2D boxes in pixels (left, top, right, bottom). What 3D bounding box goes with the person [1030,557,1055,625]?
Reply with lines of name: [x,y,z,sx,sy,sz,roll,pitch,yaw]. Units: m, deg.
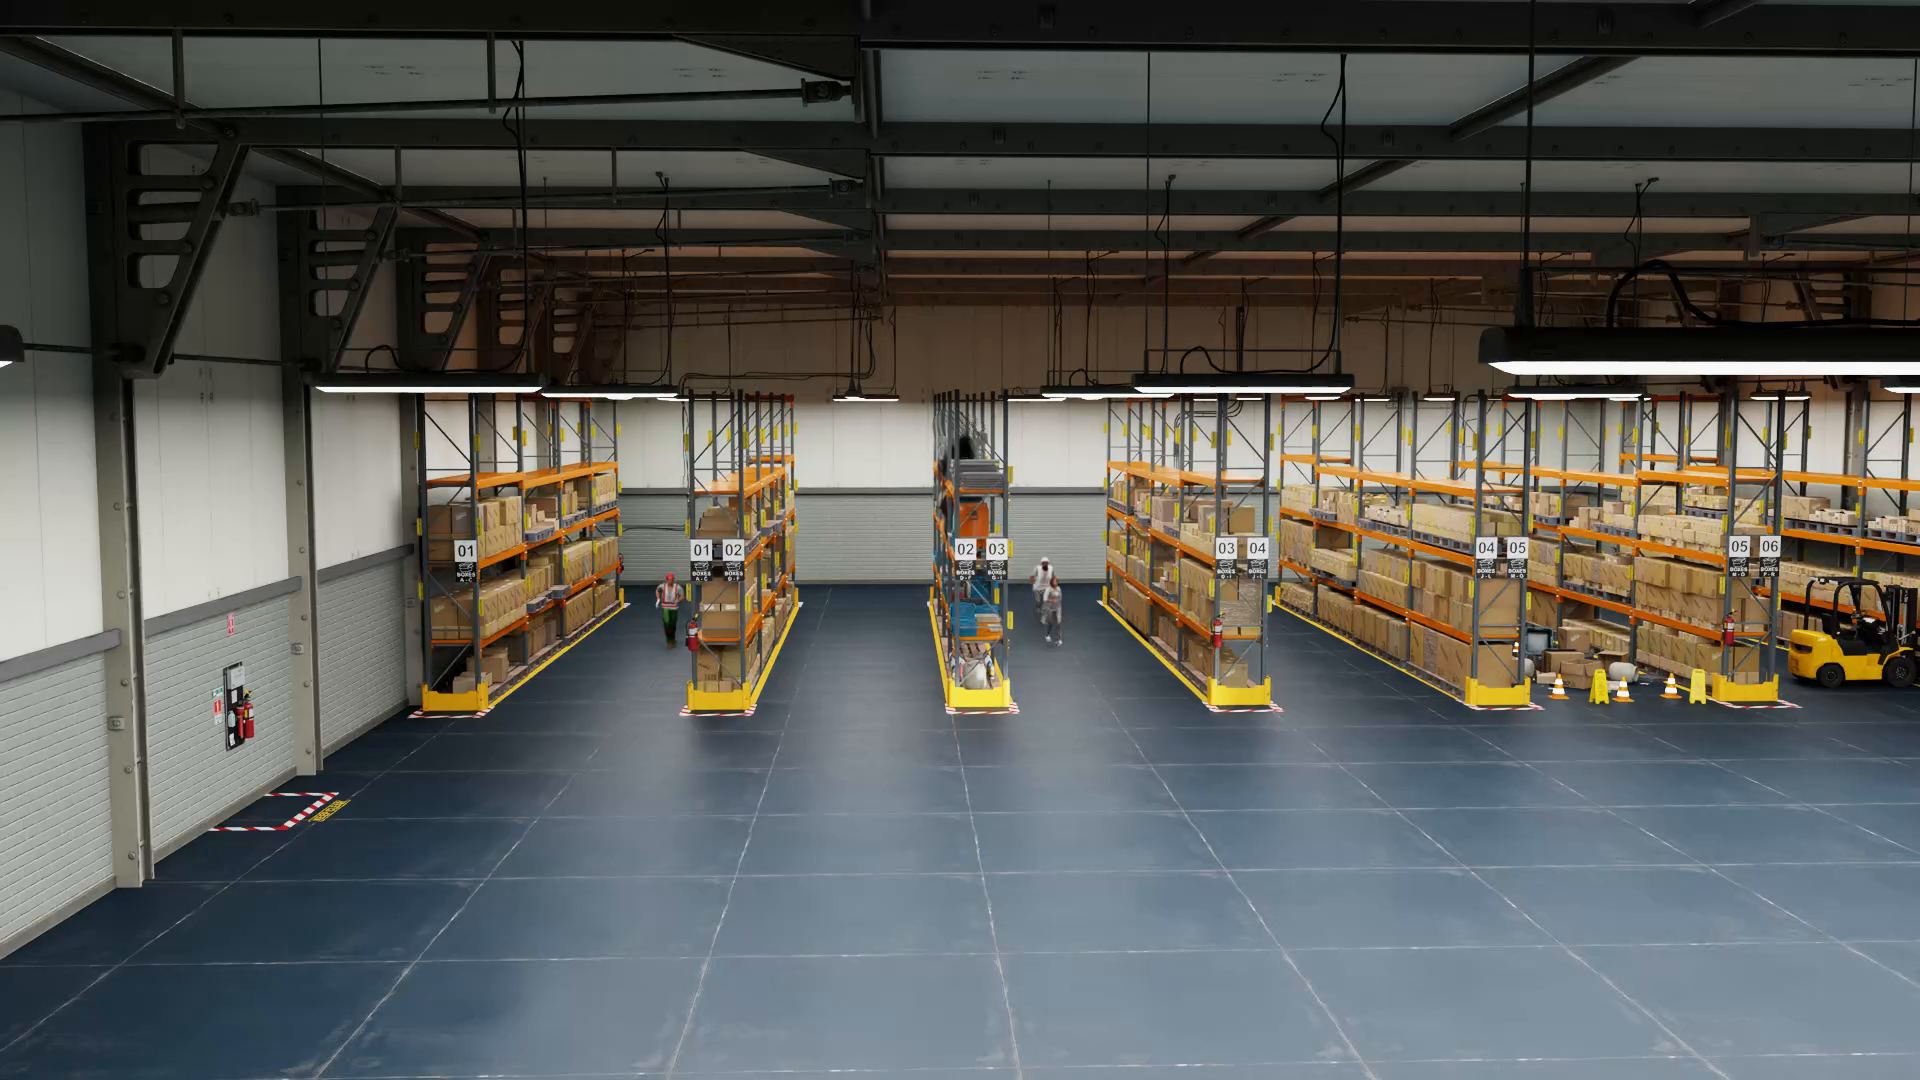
person: [2.157,1.311,43.670,0.650,1.769,0.995,0,5,-6]

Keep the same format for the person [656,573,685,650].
person: [-6.834,1.644,39.270,0.667,1.788,0.911,-1,5,-10]

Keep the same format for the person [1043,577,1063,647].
person: [2.208,1.688,39.506,0.532,1.624,0.817,-1,5,-16]
